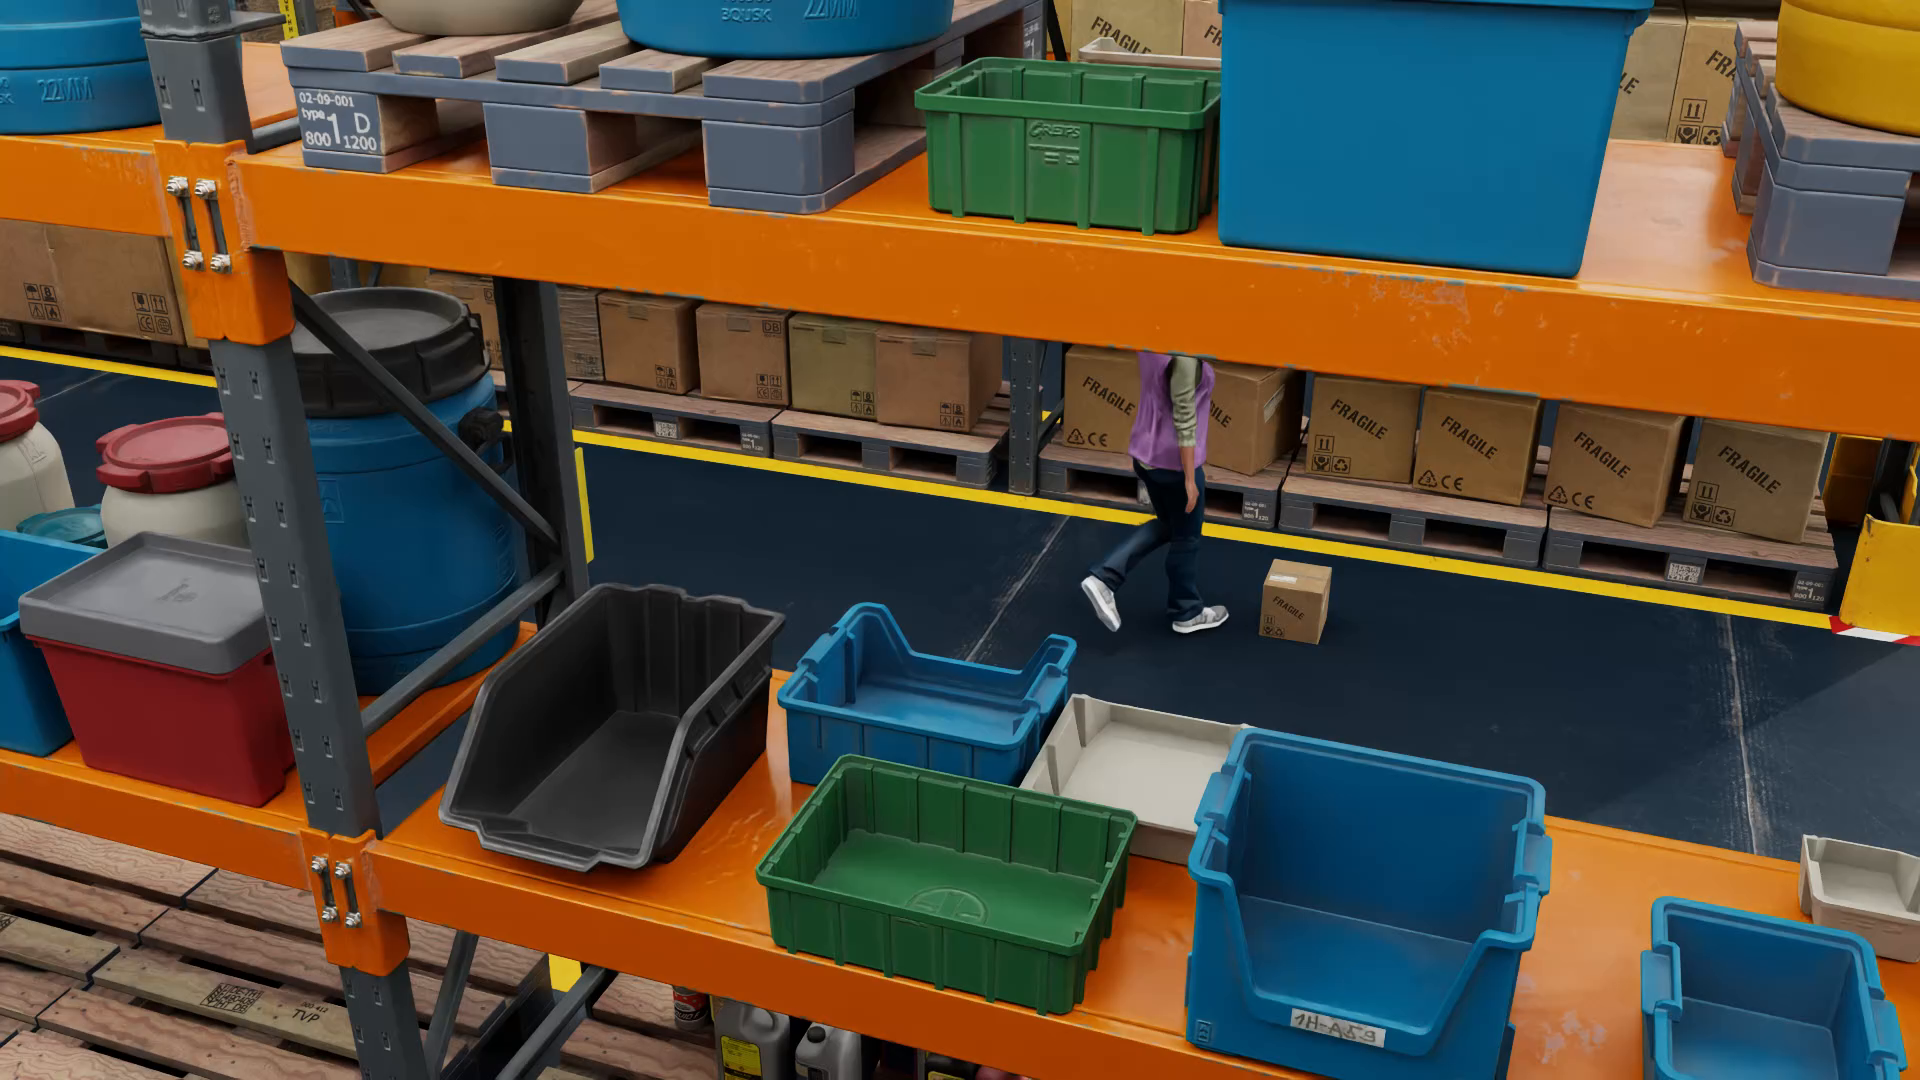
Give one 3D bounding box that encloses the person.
[{"bbox_3d":[0.840,-0.331,6.774,0.664,1.578,0.466,-10,28,-20],"label":"person"}]
